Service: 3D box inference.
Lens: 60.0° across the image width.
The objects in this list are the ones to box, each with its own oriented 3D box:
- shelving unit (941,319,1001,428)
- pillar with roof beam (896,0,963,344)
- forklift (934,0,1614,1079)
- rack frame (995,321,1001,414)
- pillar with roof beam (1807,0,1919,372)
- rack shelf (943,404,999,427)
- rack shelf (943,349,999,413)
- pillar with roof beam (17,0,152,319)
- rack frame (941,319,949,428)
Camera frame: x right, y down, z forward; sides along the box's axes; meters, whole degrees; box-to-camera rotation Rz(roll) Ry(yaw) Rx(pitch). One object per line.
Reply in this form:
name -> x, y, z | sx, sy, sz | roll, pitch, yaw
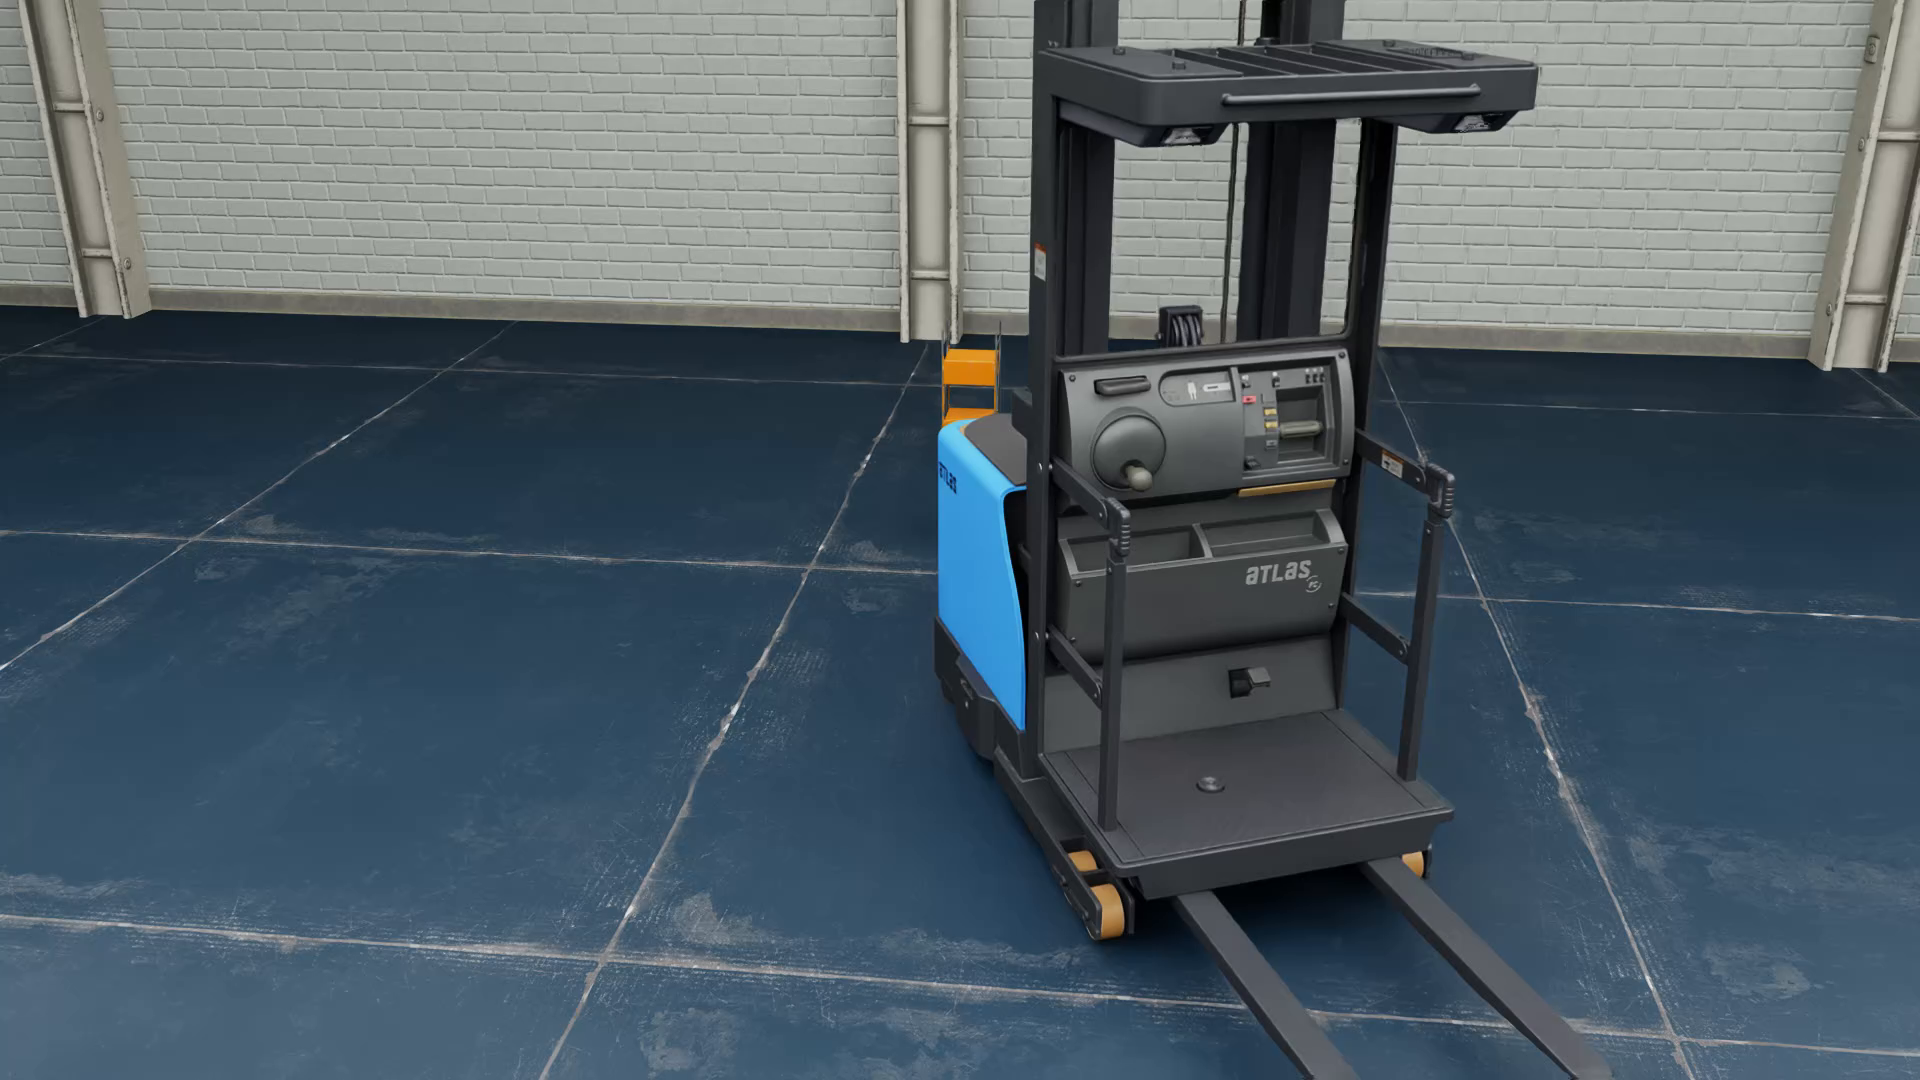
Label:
shelving unit -> 0.053, -0.486, 7.741 | 0.252, 1.050, 0.215 | 2, 22, 6
pillar with roof beam -> -0.700, -4.013, 5.850 | 0.400, 9.000, 9.100 | 2, 22, 6
forklift -> 0.821, -0.338, 4.809 | 1.130, 2.935, 3.031 | -6, 22, -16
rack frame -> 0.174, -0.481, 7.728 | 0.008, 1.050, 0.200 | 2, 22, 6
pillar with roof beam -> 5.259, -3.753, 5.193 | 0.400, 9.000, 9.100 | 2, 22, 6
rack shelf -> 0.053, -0.476, 7.745 | 0.240, 0.259, 0.215 | 2, 22, 6
rack shelf -> 0.053, -0.740, 7.641 | 0.240, 0.259, 0.215 | 2, 22, 6
pillar with roof beam -> -6.658, -4.272, 6.506 | 0.400, 9.000, 9.100 | 2, 22, 6
rack frame -> -0.068, -0.491, 7.754 | 0.008, 1.050, 0.200 | 2, 22, 6
